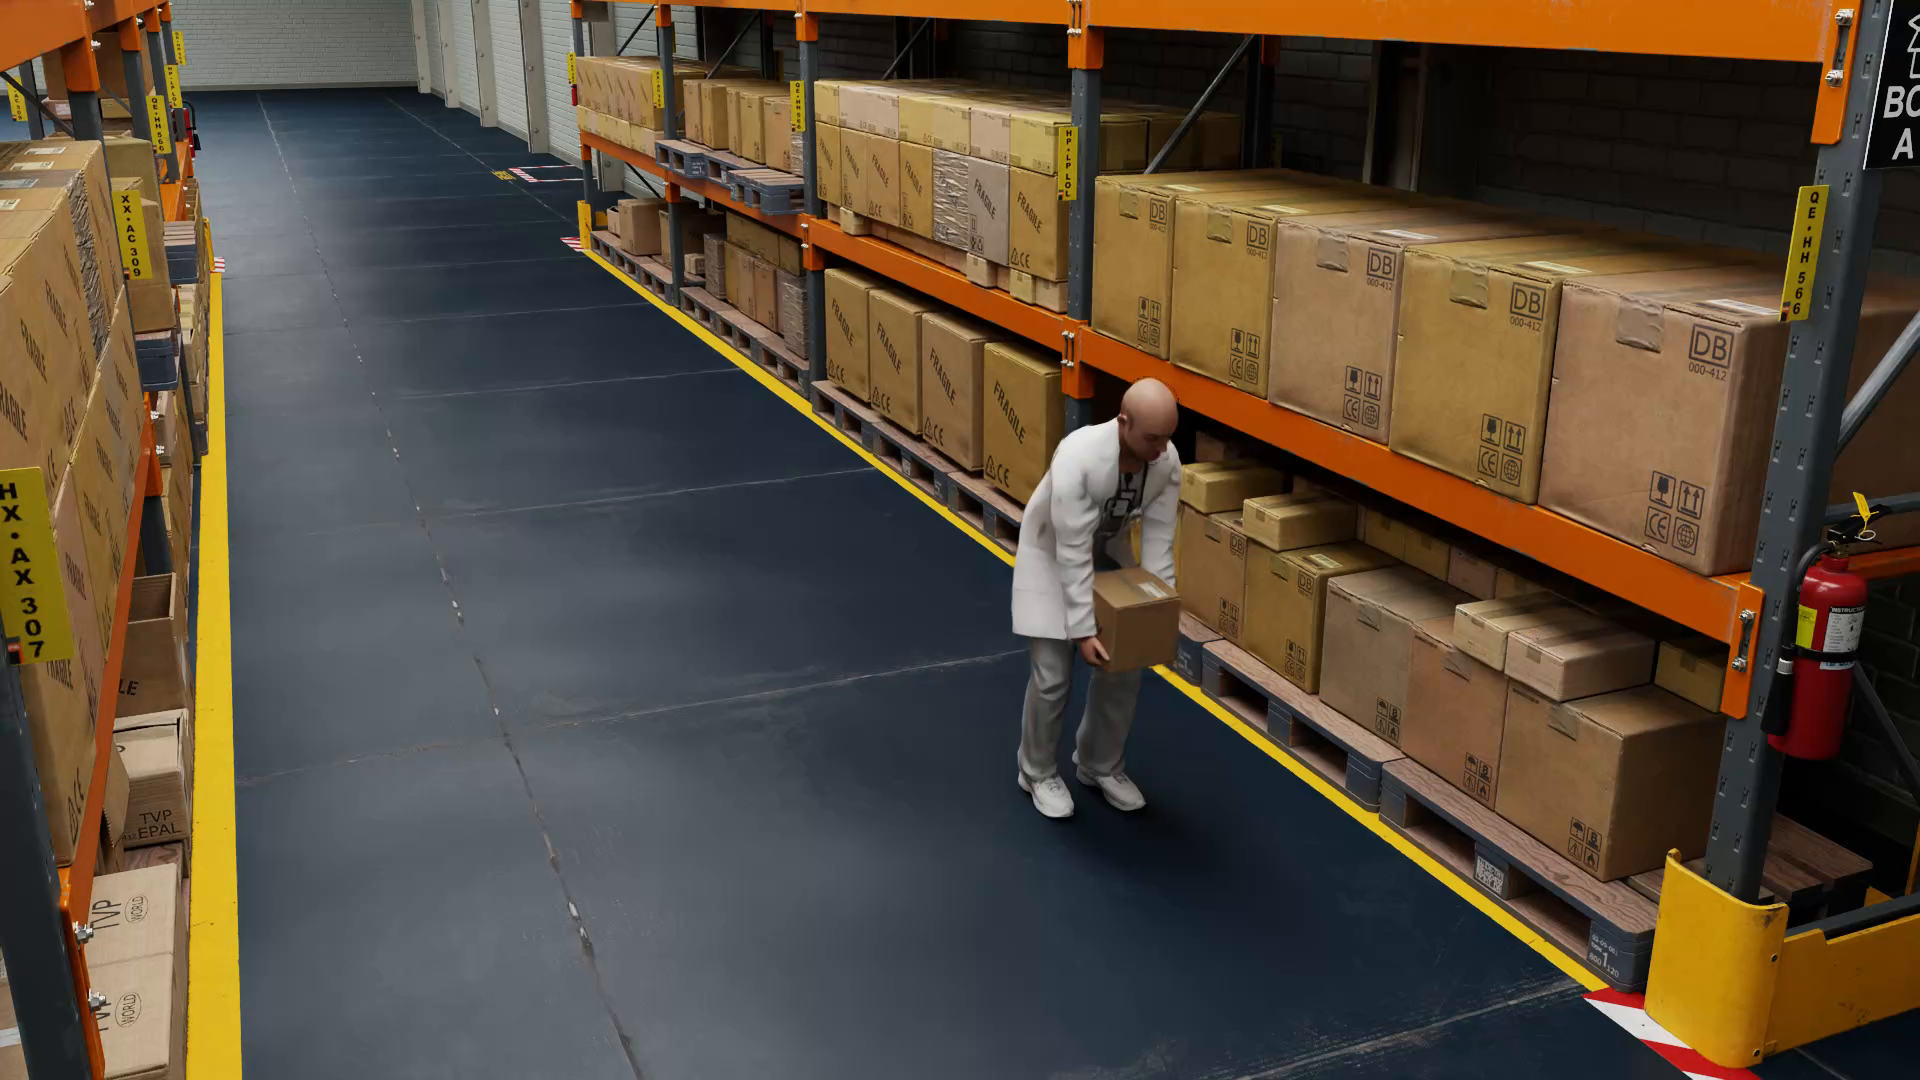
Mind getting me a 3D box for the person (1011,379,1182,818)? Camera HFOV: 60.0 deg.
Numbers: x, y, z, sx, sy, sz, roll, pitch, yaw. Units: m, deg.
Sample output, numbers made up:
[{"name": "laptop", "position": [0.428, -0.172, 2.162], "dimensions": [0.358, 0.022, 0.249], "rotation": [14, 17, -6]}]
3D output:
[{"name": "person", "position": [0.478, 0.197, 5.737], "dimensions": [0.536, 1.633, 0.697], "rotation": [-9, 20, -24]}]
